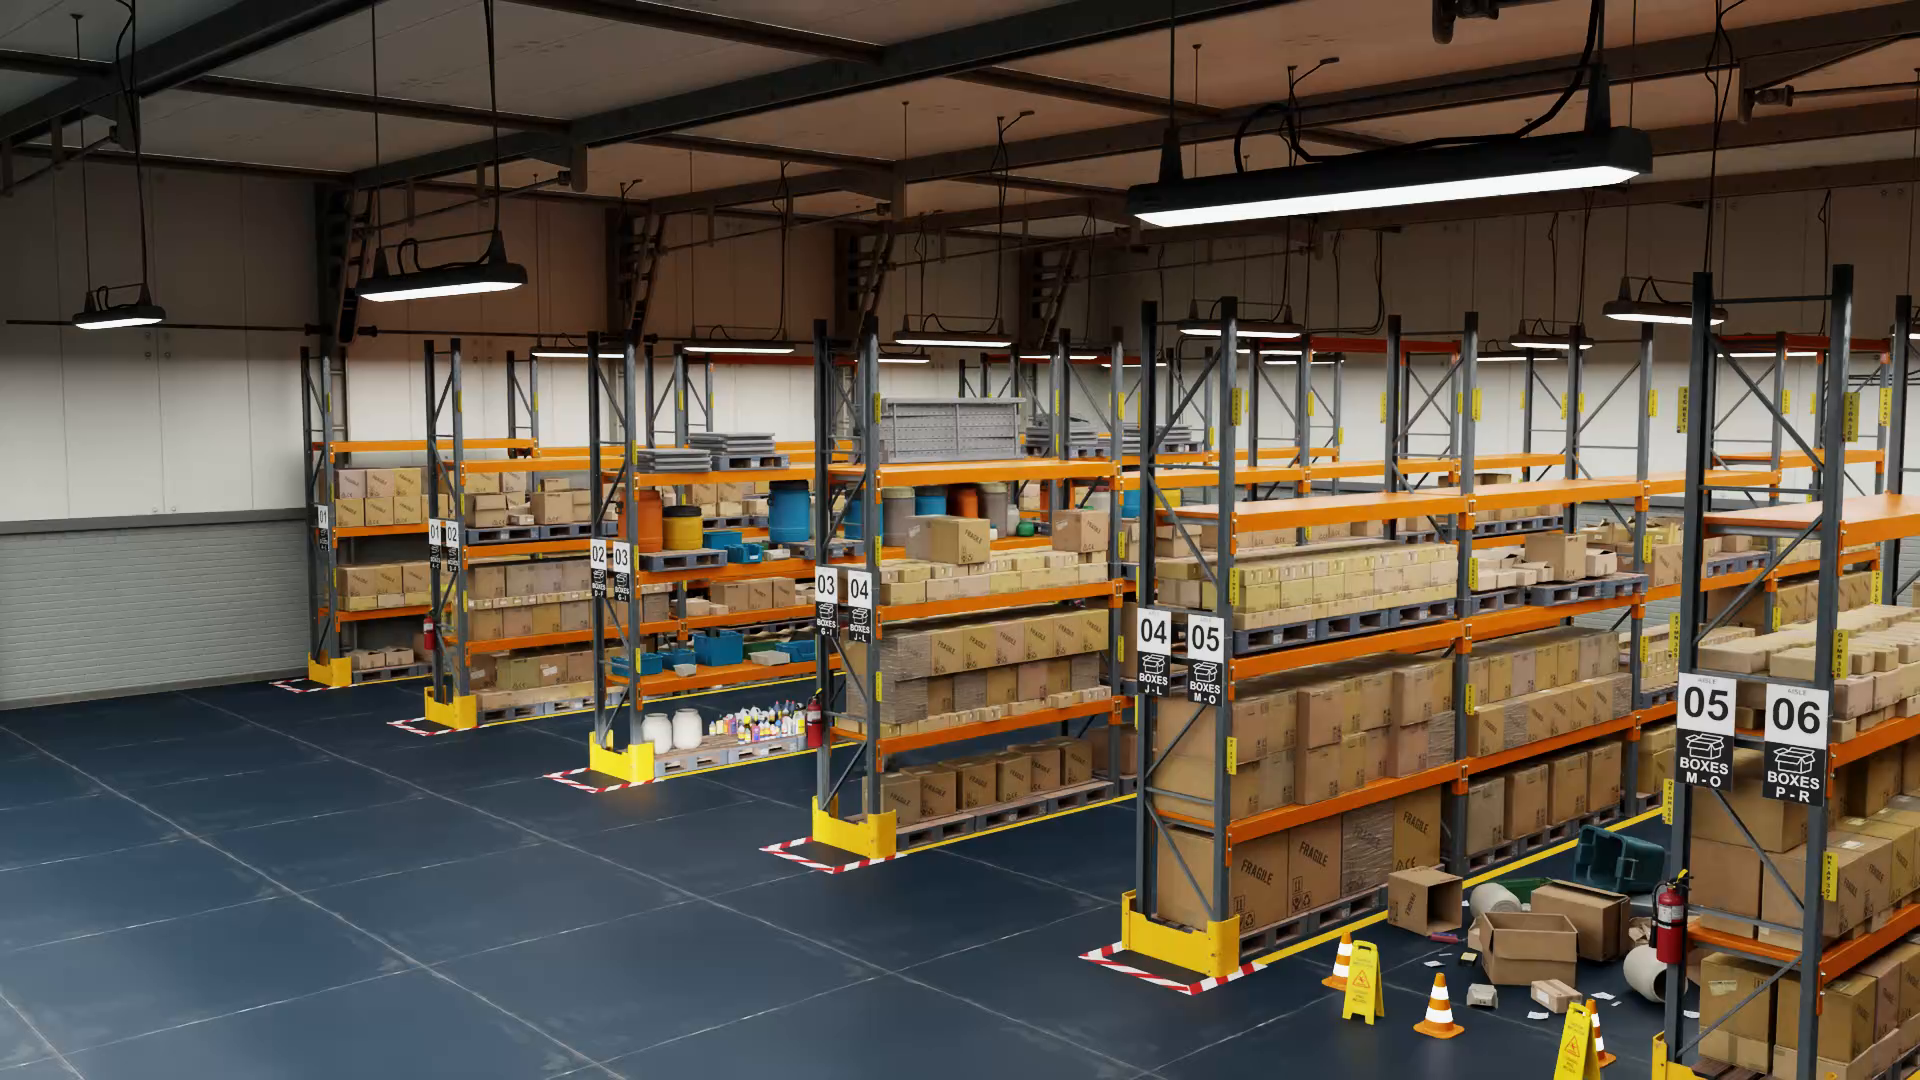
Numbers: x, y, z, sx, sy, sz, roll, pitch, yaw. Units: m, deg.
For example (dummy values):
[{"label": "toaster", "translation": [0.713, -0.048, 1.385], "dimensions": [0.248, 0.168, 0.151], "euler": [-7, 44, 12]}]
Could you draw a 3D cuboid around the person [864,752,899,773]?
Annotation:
[{"label": "person", "translation": [-1.045, 2.277, 22.809], "dimensions": [0.406, 1.790, 0.563], "euler": [2, 5, 22]}]

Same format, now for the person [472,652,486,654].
[{"label": "person", "translation": [-8.797, 1.630, 30.059], "dimensions": [0.649, 1.756, 0.601], "euler": [-1, 5, -12]}]
